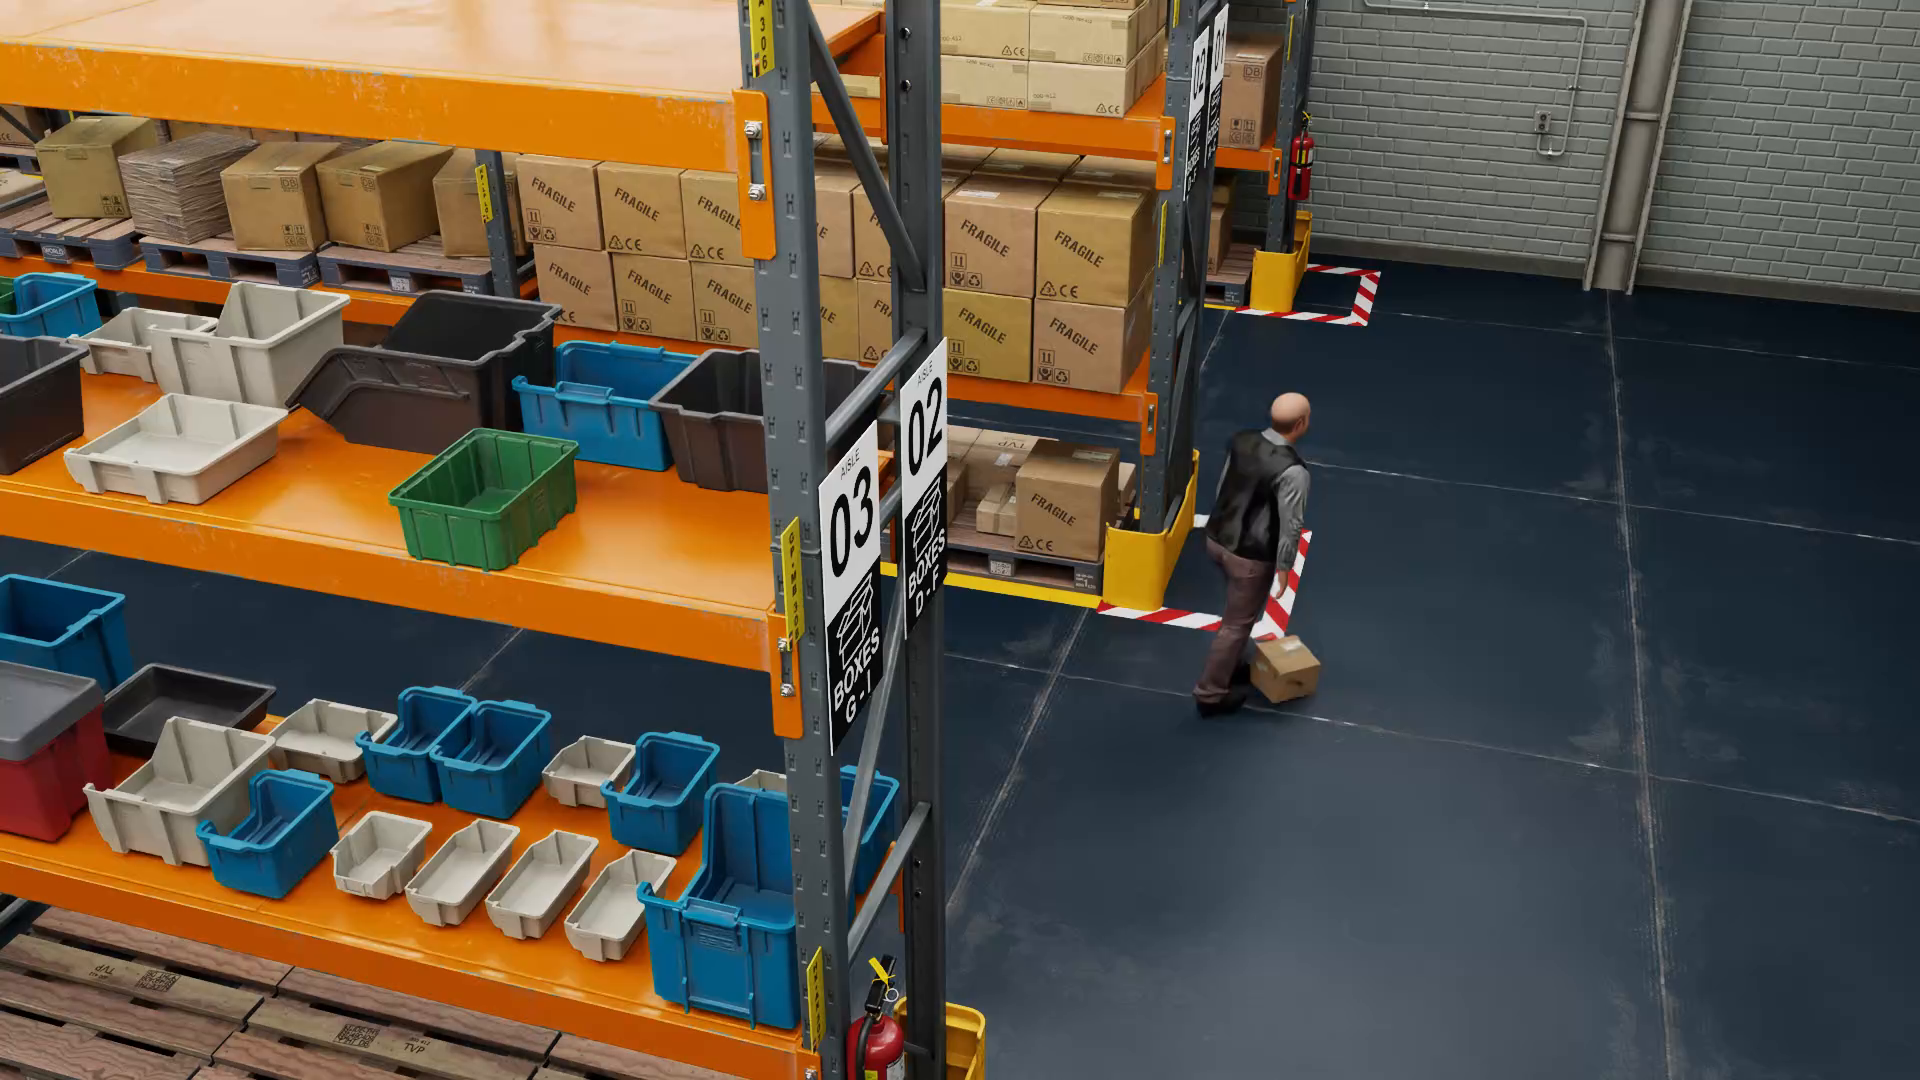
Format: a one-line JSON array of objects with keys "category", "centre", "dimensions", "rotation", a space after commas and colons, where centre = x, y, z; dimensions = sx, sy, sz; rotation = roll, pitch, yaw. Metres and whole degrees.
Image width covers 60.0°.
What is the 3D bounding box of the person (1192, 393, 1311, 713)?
[{"category": "person", "centre": [1.449, 0.087, 8.405], "dimensions": [0.596, 1.733, 0.585], "rotation": [-15, 32, -25]}]
